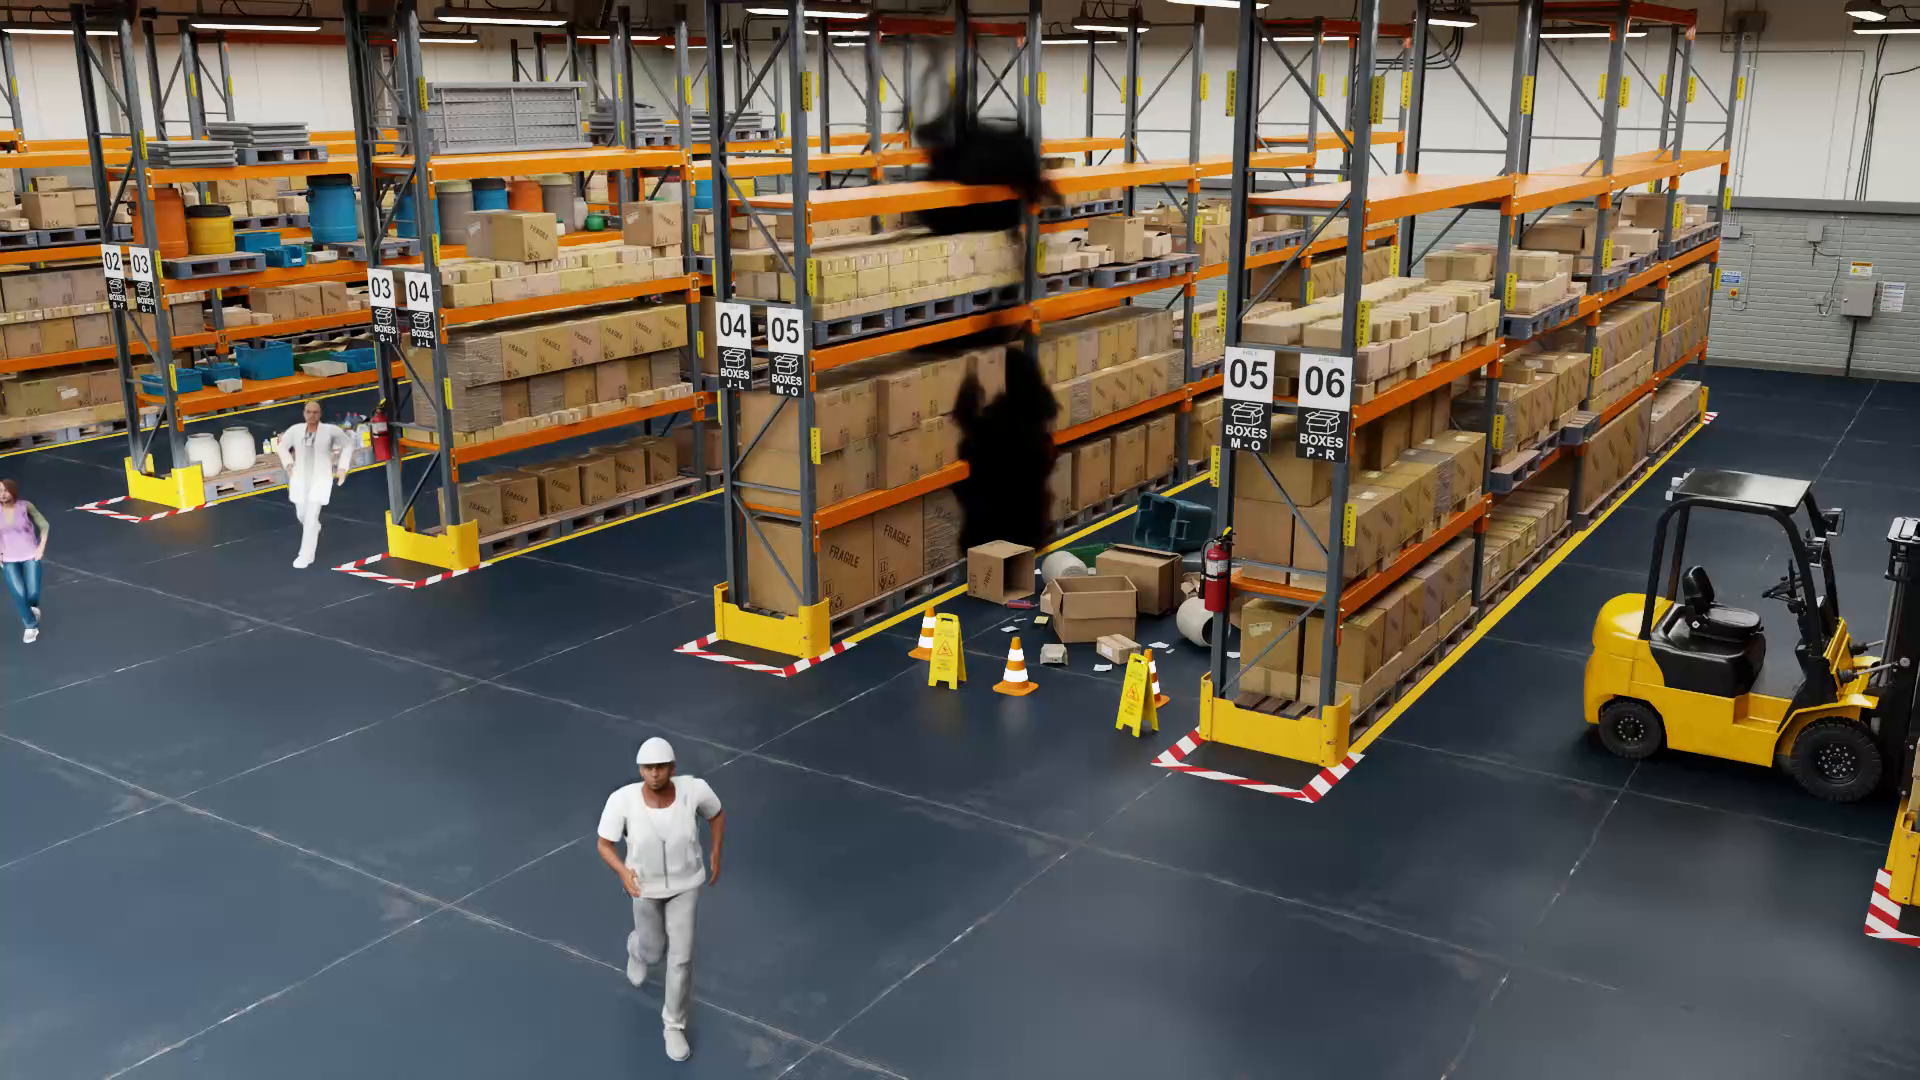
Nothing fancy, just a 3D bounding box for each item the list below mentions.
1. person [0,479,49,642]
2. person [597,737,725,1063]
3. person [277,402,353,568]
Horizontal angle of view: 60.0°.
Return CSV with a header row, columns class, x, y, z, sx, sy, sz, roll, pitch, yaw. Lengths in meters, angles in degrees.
class,x,y,z,sx,sy,sz,roll,pitch,yaw
person,-8.873,0.179,15.704,0.541,1.566,0.496,-6,17,-21
person,-1.633,1.893,9.199,0.708,1.760,0.862,-4,16,-14
person,-7.065,-0.653,18.248,0.784,1.743,1.043,-2,16,-8
